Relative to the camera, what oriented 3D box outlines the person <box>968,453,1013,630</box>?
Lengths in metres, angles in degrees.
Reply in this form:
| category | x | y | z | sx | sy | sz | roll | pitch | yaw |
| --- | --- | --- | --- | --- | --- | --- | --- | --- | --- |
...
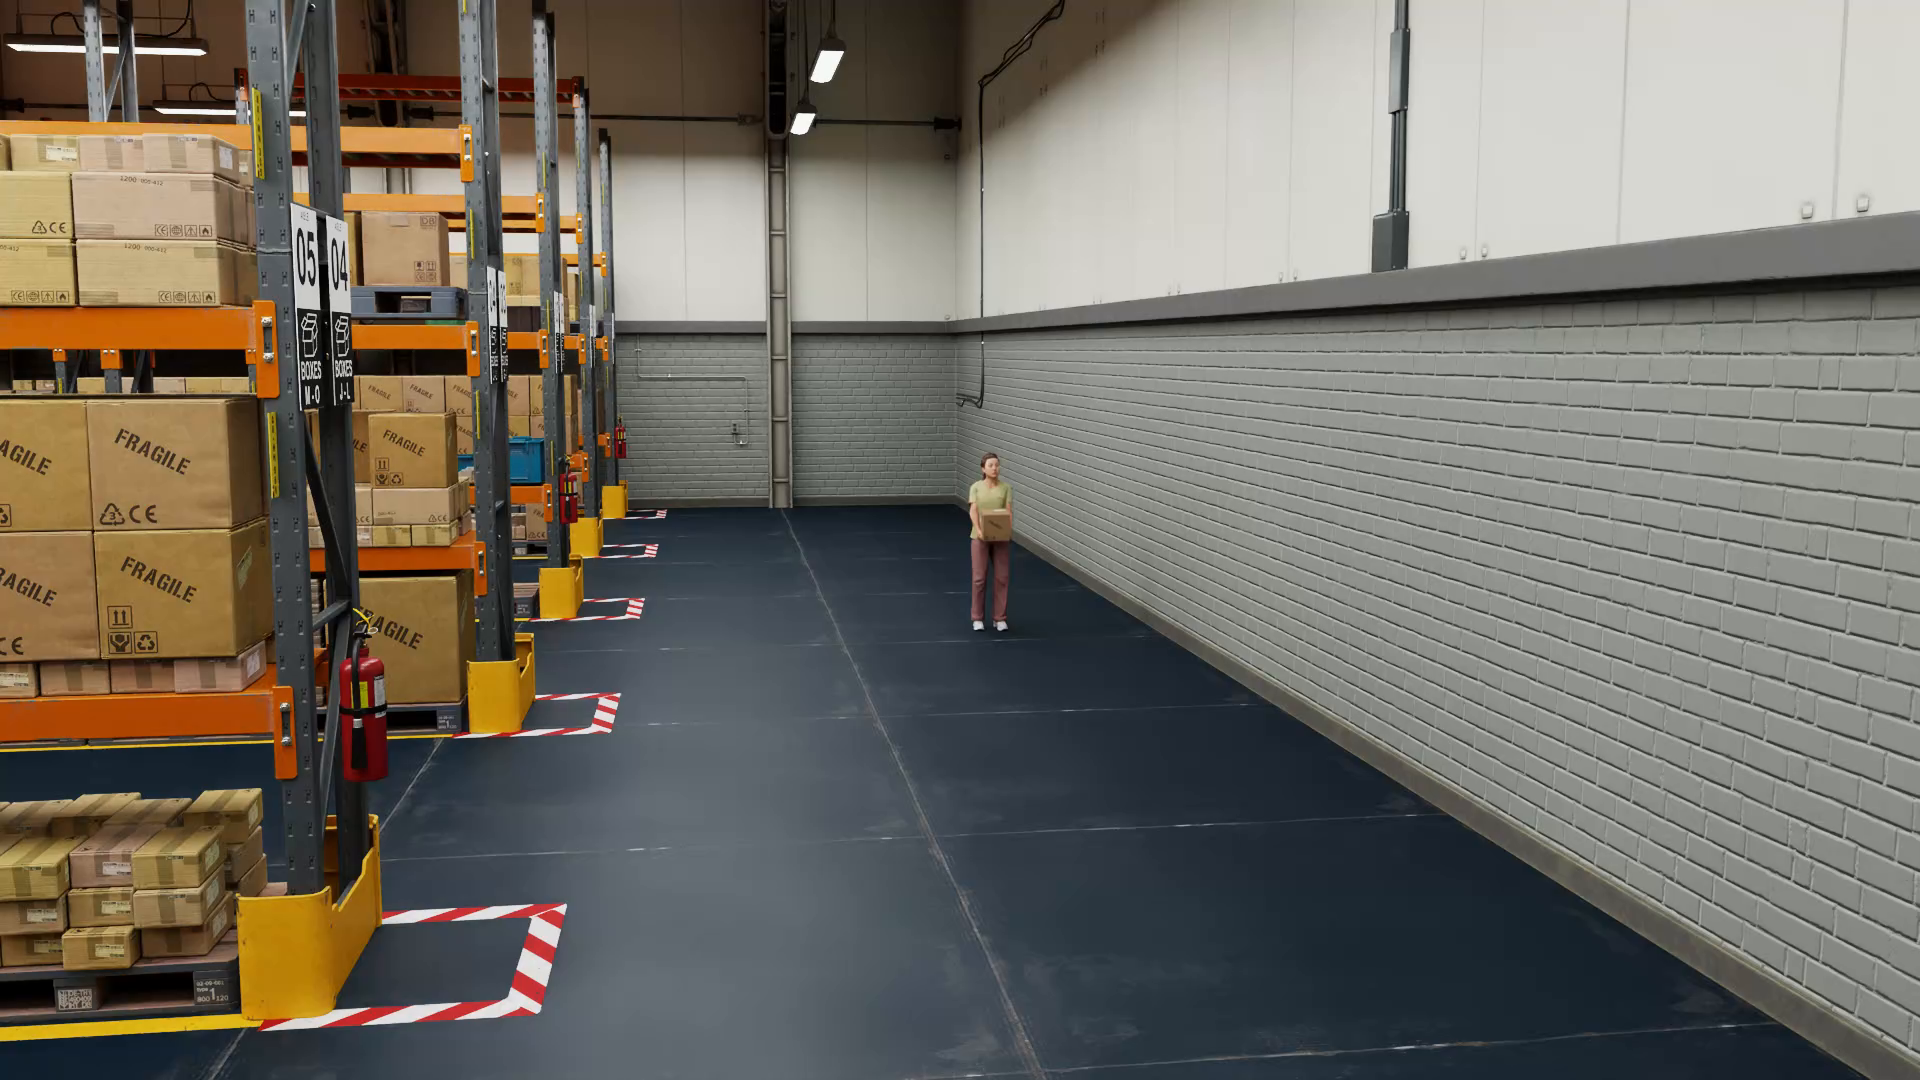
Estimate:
| category | x | y | z | sx | sy | sz | roll | pitch | yaw |
| --- | --- | --- | --- | --- | --- | --- | --- | --- | --- |
| person | 0.298 | 0.019 | 15.696 | 0.426 | 1.664 | 0.551 | -1 | 7 | -8 |
